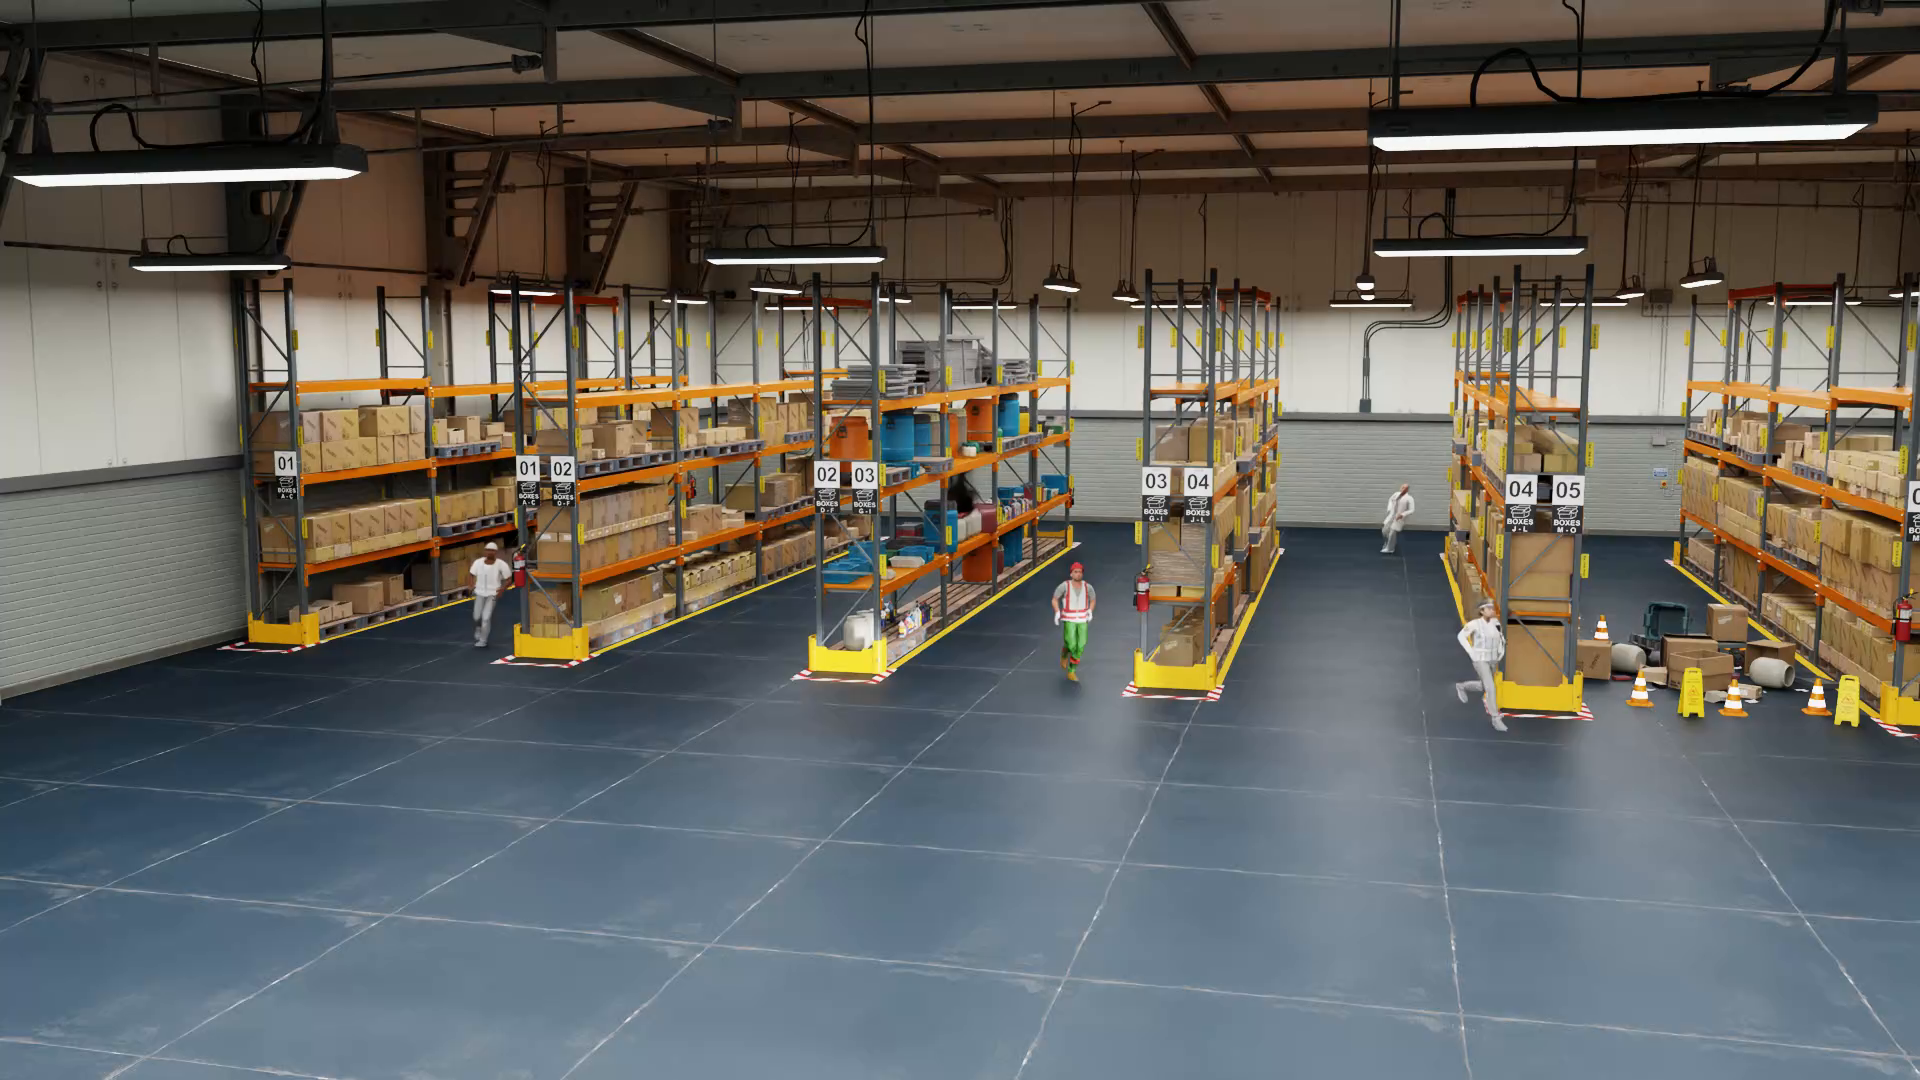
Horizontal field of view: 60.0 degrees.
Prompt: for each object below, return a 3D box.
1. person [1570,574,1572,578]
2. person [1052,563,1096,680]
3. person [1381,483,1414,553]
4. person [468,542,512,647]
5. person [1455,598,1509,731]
[{"bbox_3d":[12.467,0.090,34.383,0.607,1.630,0.779,1,7,8],"label":"person"},{"bbox_3d":[1.712,1.202,24.652,0.646,1.743,0.584,-1,7,-10],"label":"person"},{"bbox_3d":[10.225,-0.504,38.997,0.616,1.674,0.897,-7,10,-44],"label":"person"},{"bbox_3d":[-7.712,0.886,27.314,0.723,1.721,0.577,0,7,-3],"label":"person"},{"bbox_3d":[6.863,1.590,21.791,0.581,1.694,1.041,-3,8,-26],"label":"person"}]
